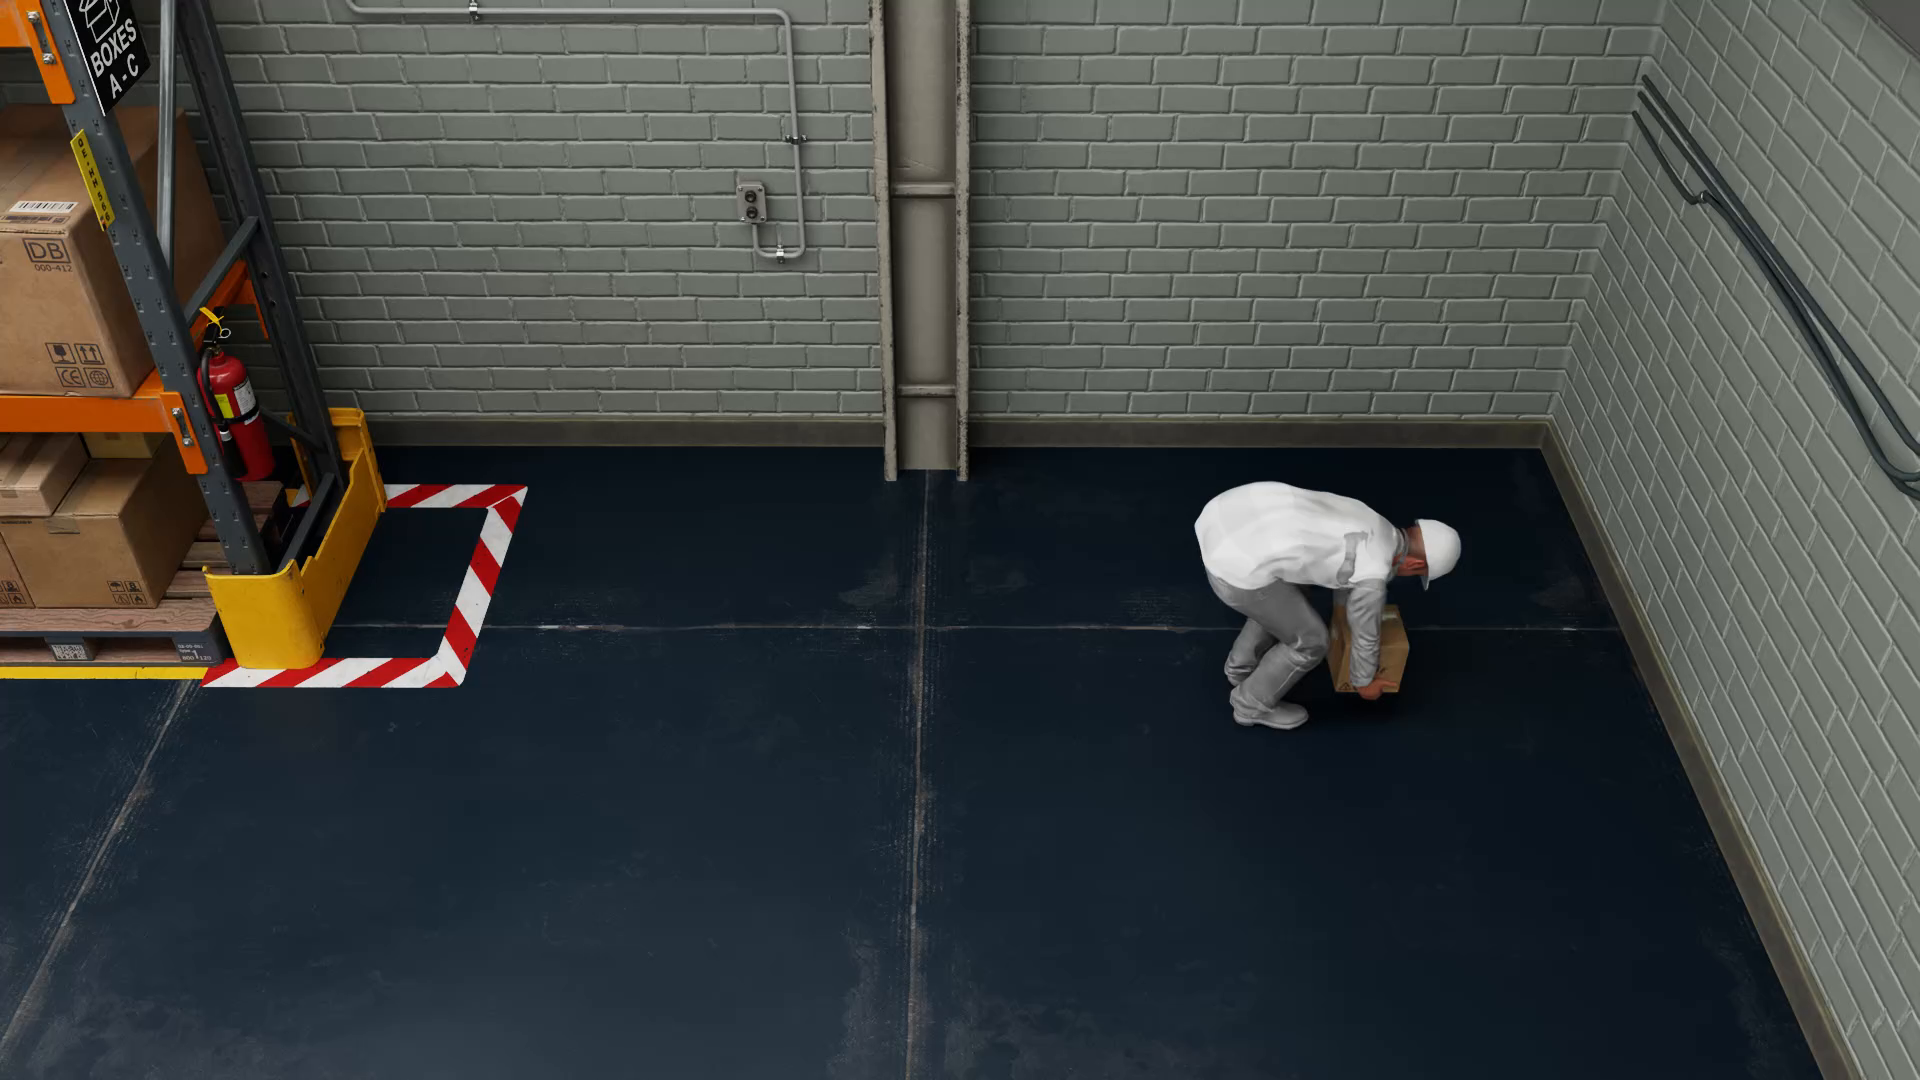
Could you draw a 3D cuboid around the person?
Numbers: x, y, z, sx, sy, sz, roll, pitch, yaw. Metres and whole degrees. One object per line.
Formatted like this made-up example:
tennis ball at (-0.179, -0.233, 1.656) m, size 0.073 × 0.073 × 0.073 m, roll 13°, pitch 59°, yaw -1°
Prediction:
person at (1.392, 0.234, 6.425) m, size 1.004 × 1.042 × 0.476 m, roll -2°, pitch 39°, yaw -2°
